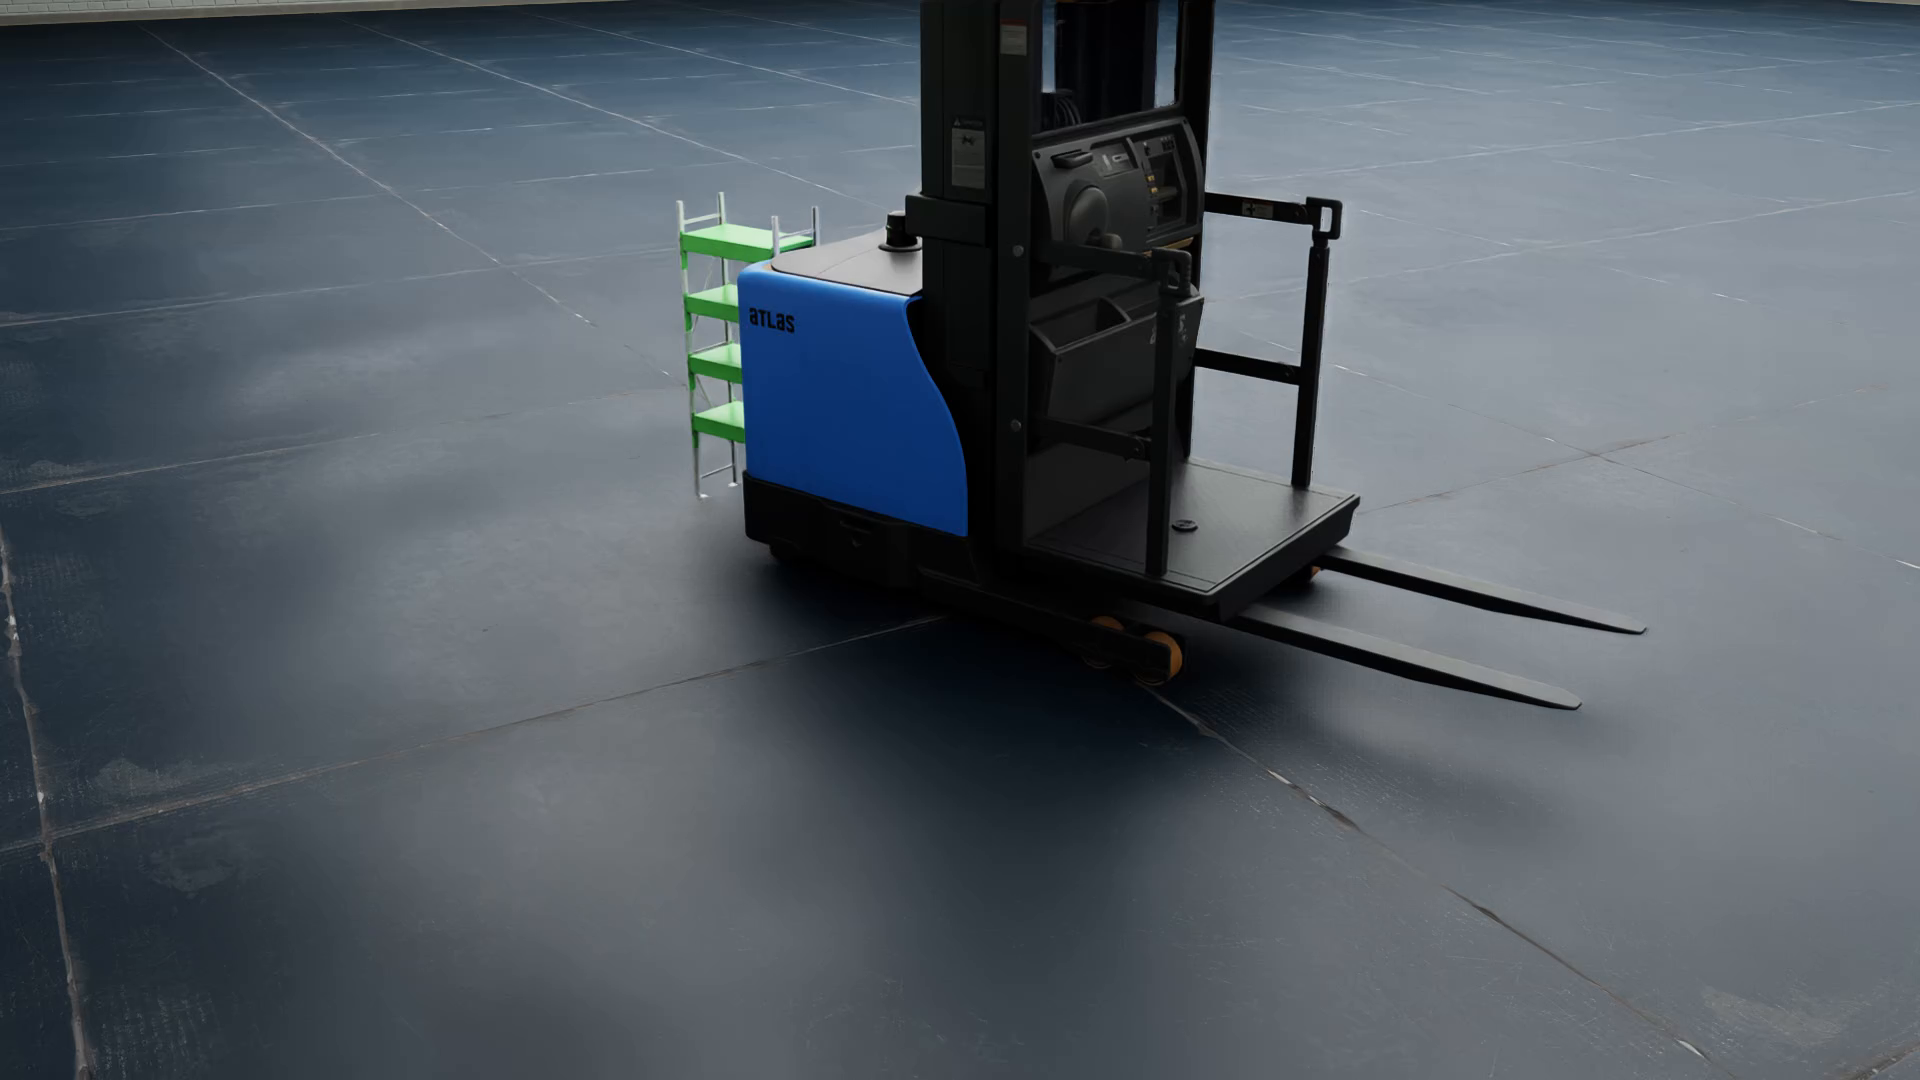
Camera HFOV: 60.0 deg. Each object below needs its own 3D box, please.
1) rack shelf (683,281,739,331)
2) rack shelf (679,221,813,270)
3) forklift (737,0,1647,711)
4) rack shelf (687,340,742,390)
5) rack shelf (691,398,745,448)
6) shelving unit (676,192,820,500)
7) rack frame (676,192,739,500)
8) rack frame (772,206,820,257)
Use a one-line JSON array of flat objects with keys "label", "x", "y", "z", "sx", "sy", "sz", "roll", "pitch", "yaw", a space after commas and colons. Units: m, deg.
[{"label": "rack shelf", "x": -0.797, "y": -0.863, "z": 6.373, "sx": 0.480, "sy": 0.148, "sz": 0.258, "roll": 16, "pitch": 27, "yaw": 34}, {"label": "rack shelf", "x": -0.797, "y": -1.085, "z": 6.283, "sx": 0.480, "sy": 0.148, "sz": 0.258, "roll": 16, "pitch": 27, "yaw": 34}, {"label": "forklift", "x": 0.685, "y": -1.129, "z": 5.196, "sx": 3.031, "sy": 2.935, "sz": 1.130, "roll": 16, "pitch": 27, "yaw": 34}, {"label": "rack shelf", "x": -0.797, "y": -0.641, "z": 6.464, "sx": 0.480, "sy": 0.148, "sz": 0.258, "roll": 16, "pitch": 27, "yaw": 34}, {"label": "rack shelf", "x": -0.797, "y": -0.418, "z": 6.554, "sx": 0.480, "sy": 0.148, "sz": 0.258, "roll": 16, "pitch": 27, "yaw": 34}, {"label": "shelving unit", "x": -0.797, "y": -0.700, "z": 6.440, "sx": 0.503, "sy": 1.200, "sz": 0.258, "roll": 16, "pitch": 27, "yaw": 34}, {"label": "rack frame", "x": -0.992, "y": -0.755, "z": 6.576, "sx": 0.015, "sy": 1.200, "sz": 0.240, "roll": 16, "pitch": 27, "yaw": 34}, {"label": "rack frame", "x": -0.602, "y": -0.645, "z": 6.304, "sx": 0.015, "sy": 1.200, "sz": 0.240, "roll": 16, "pitch": 27, "yaw": 34}]
